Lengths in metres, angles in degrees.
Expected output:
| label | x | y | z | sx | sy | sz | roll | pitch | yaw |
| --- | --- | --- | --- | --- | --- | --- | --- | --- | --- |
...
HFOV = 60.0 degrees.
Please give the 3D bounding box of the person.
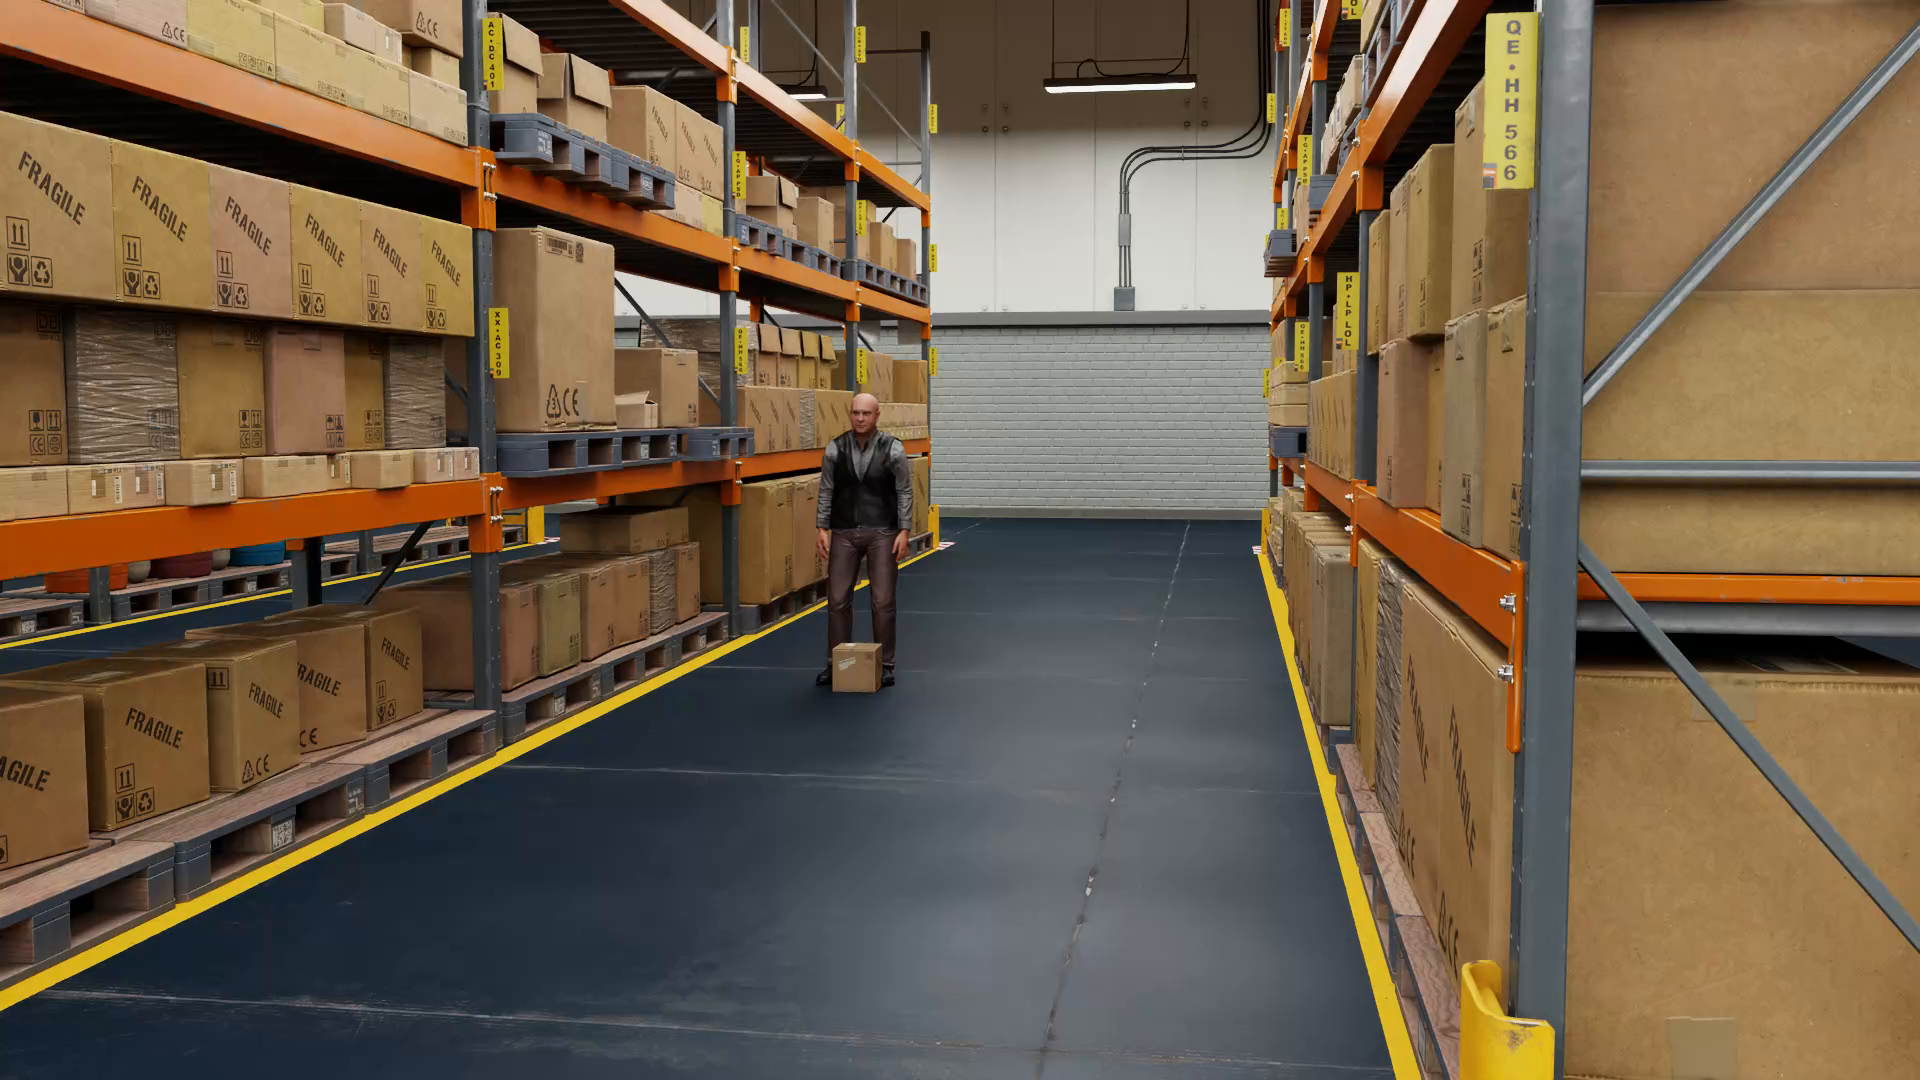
| label | x | y | z | sx | sy | sz | roll | pitch | yaw |
| --- | --- | --- | --- | --- | --- | --- | --- | --- | --- |
| person | -0.567 | -0.011 | 9.925 | 0.580 | 1.721 | 0.418 | 1 | 4 | 9 |
